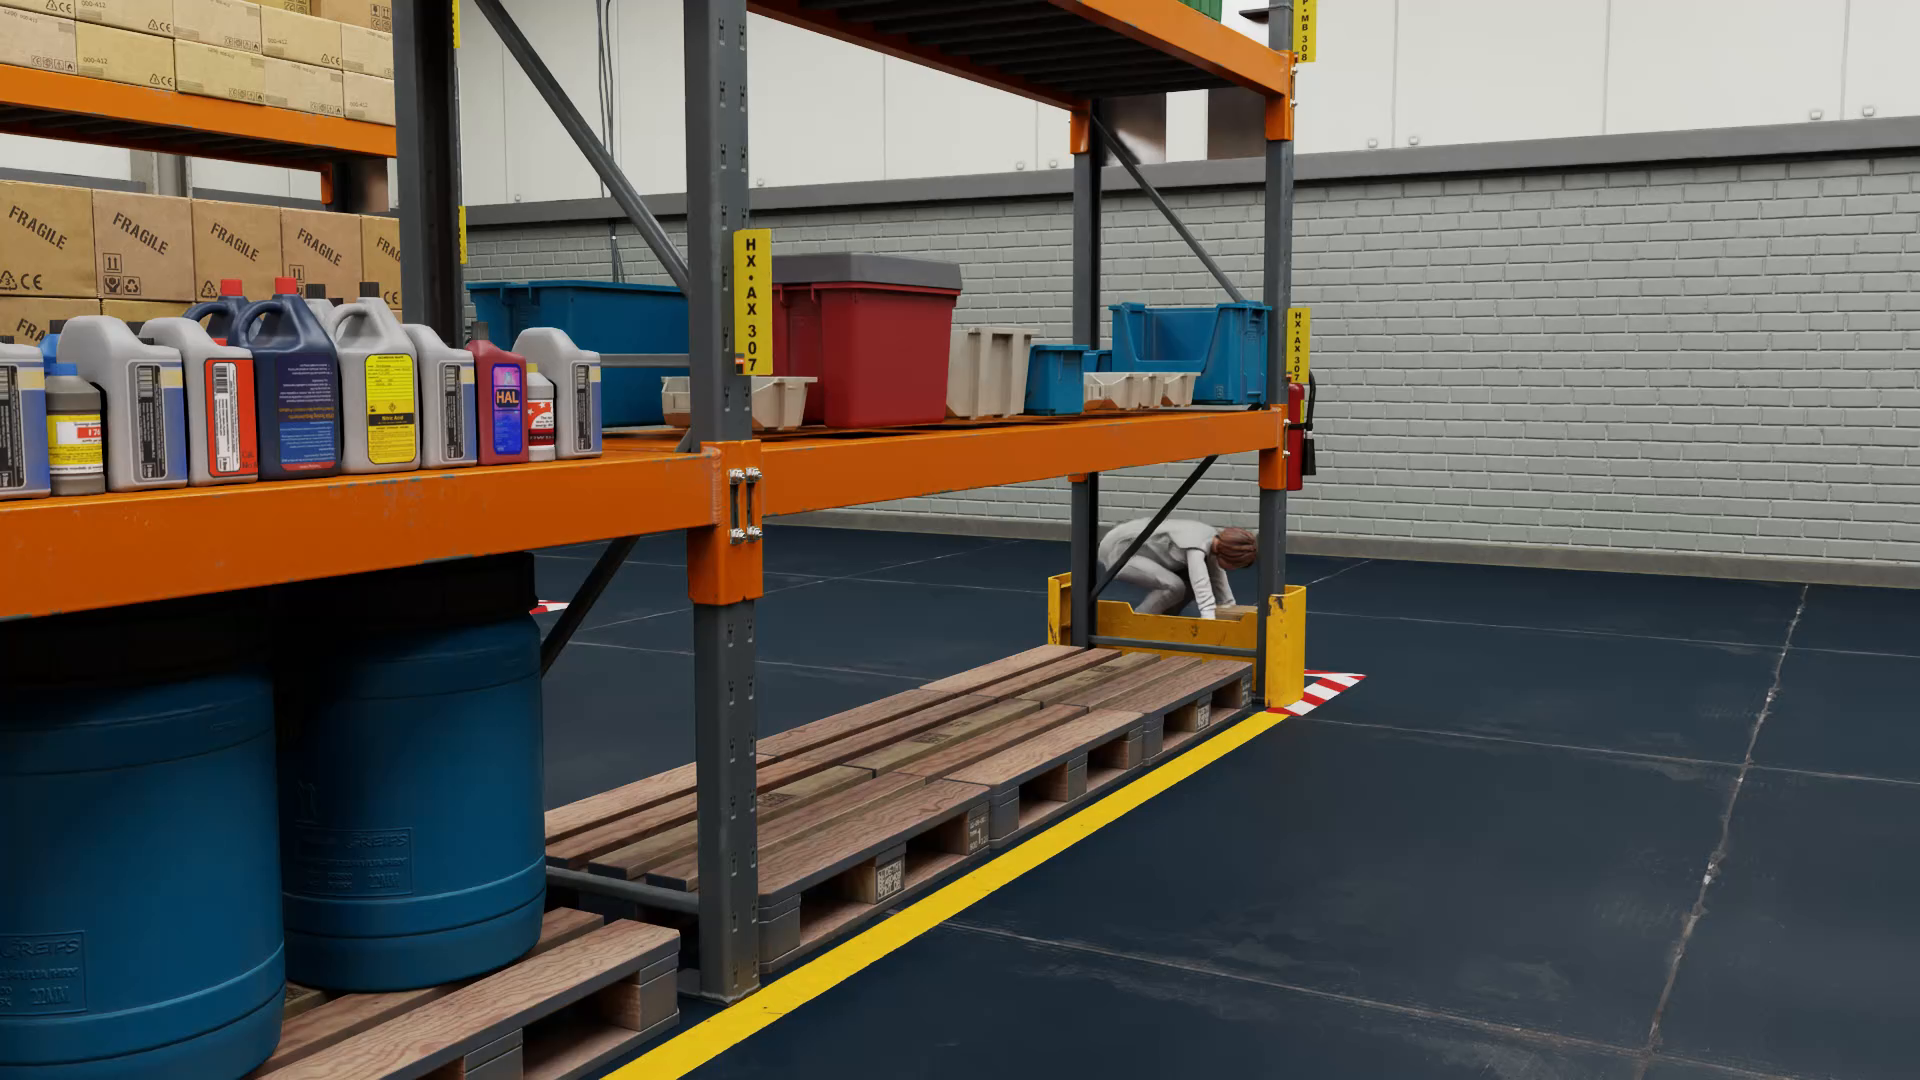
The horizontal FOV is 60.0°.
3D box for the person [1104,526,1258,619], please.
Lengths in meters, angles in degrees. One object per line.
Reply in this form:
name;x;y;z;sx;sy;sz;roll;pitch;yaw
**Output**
person;1.140;0.259;8.719;0.858;0.694;0.414;4;7;33
